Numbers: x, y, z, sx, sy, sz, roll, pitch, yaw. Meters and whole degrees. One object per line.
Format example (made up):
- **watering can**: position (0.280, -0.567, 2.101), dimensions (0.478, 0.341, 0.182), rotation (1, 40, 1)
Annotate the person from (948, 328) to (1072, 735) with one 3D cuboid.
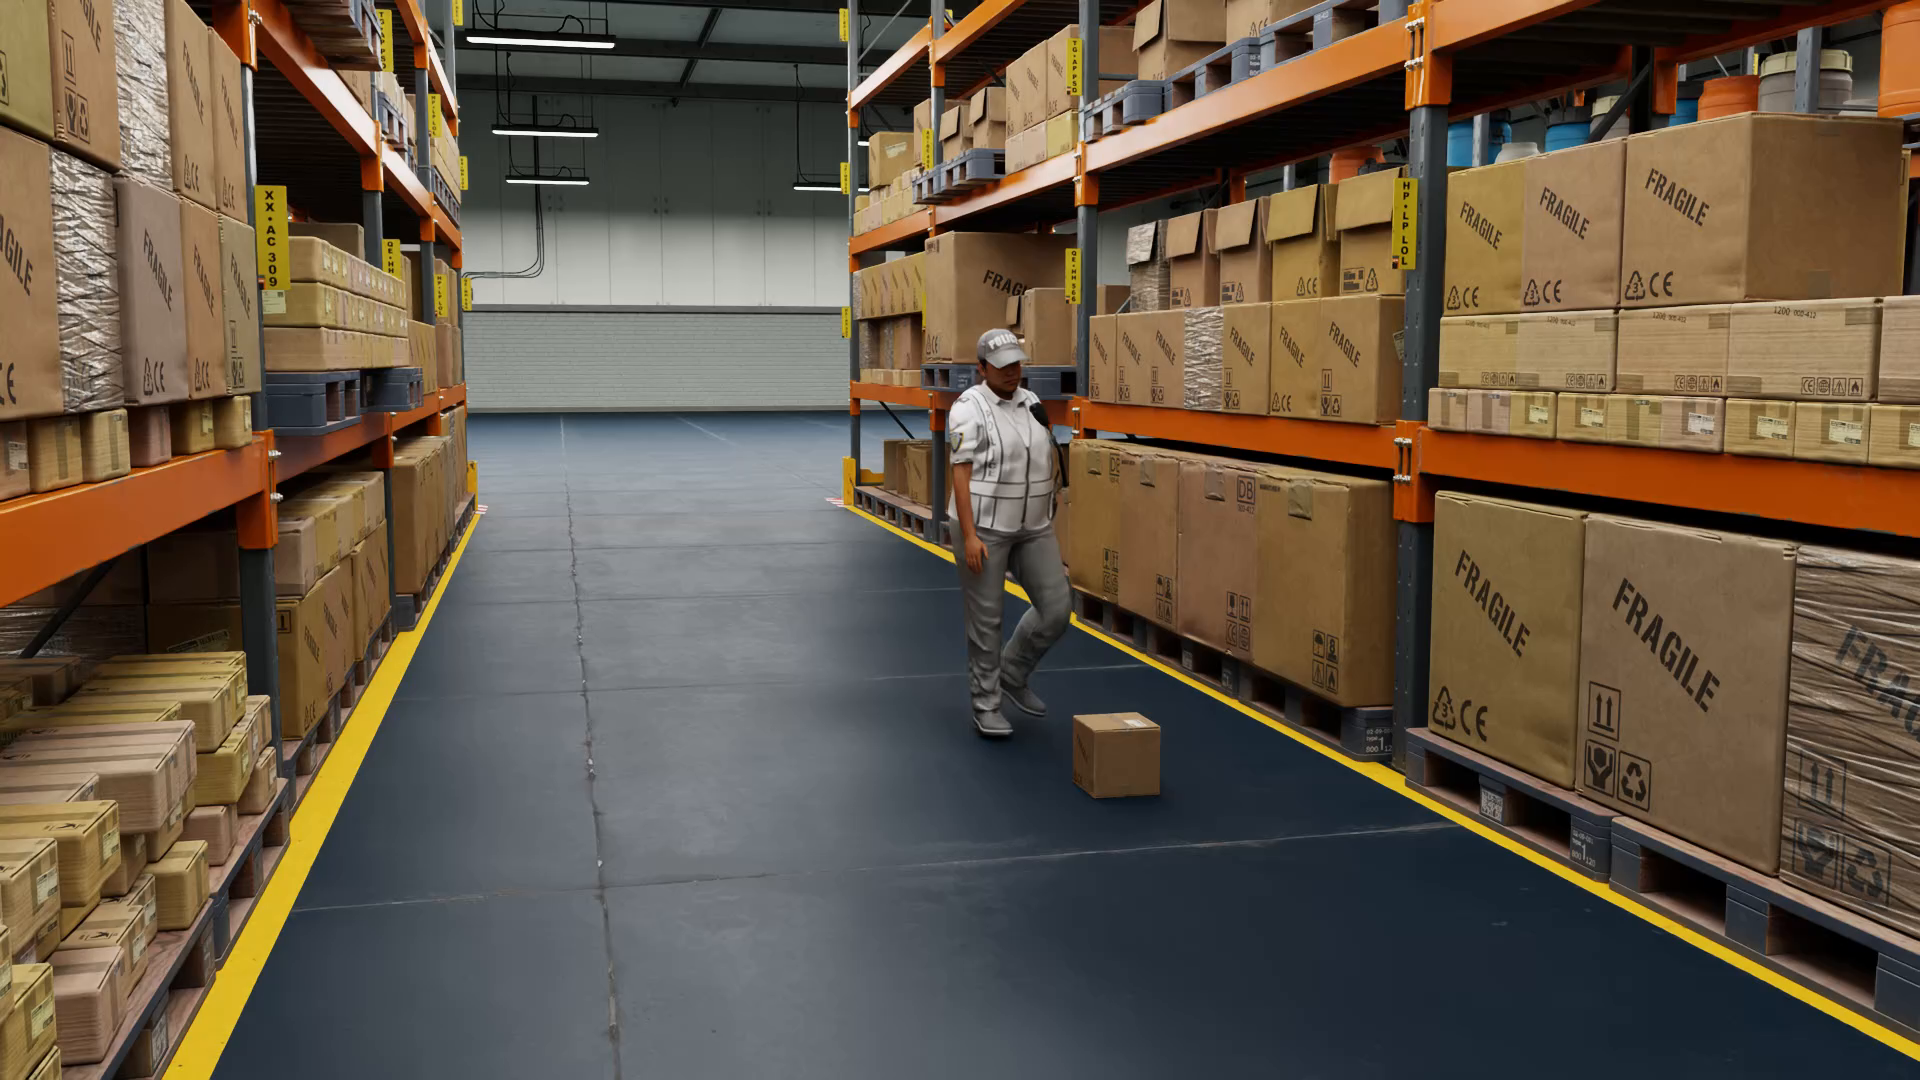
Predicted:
- **person**: position (0.179, -0.038, 6.853), dimensions (0.535, 1.654, 0.493), rotation (-4, 7, -30)
